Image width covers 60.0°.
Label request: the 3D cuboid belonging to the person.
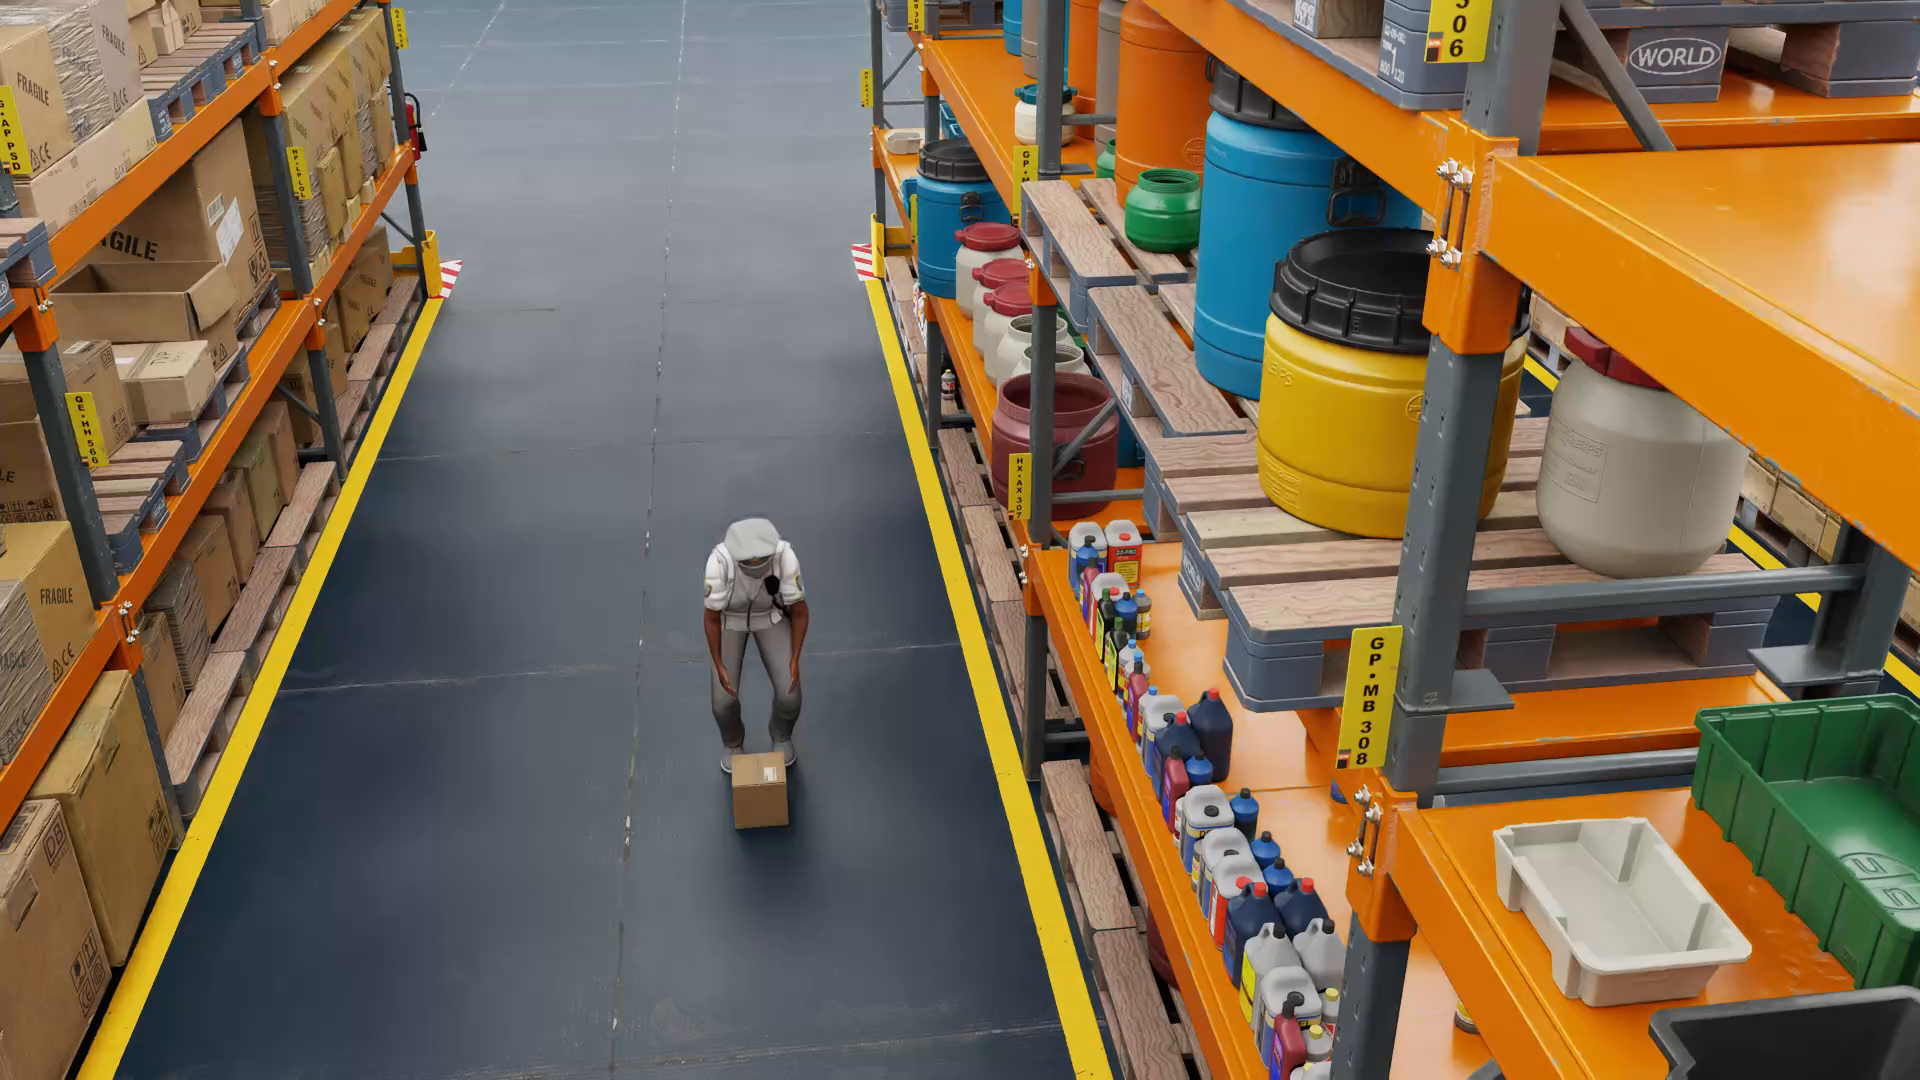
[{"bbox_3d":[-0.970,0.476,7.980,0.495,1.414,0.690,-4,28,-7],"label":"person"}]
